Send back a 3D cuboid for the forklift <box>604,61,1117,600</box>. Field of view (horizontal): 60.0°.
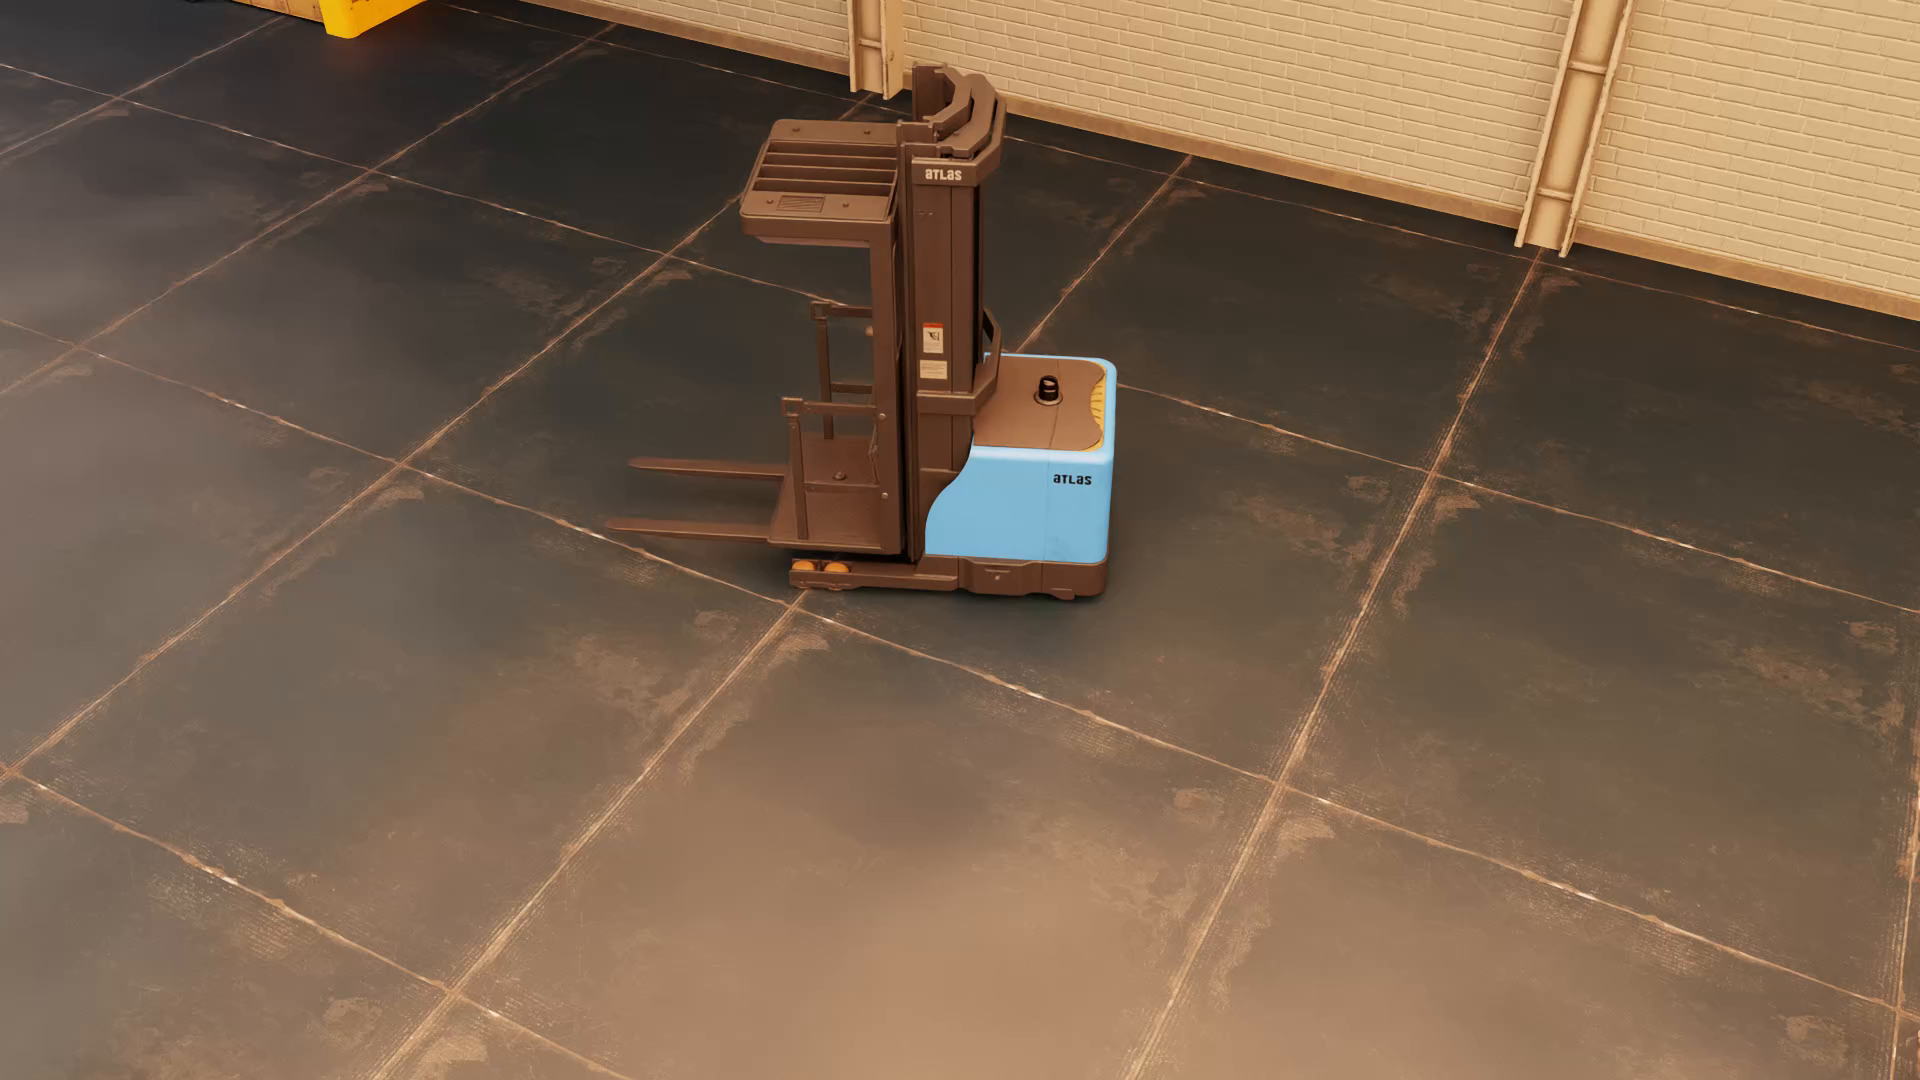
[{"bbox_3d":[-0.606,-1.157,9.360,3.031,2.935,1.130,3,40,4],"label":"forklift"}]
